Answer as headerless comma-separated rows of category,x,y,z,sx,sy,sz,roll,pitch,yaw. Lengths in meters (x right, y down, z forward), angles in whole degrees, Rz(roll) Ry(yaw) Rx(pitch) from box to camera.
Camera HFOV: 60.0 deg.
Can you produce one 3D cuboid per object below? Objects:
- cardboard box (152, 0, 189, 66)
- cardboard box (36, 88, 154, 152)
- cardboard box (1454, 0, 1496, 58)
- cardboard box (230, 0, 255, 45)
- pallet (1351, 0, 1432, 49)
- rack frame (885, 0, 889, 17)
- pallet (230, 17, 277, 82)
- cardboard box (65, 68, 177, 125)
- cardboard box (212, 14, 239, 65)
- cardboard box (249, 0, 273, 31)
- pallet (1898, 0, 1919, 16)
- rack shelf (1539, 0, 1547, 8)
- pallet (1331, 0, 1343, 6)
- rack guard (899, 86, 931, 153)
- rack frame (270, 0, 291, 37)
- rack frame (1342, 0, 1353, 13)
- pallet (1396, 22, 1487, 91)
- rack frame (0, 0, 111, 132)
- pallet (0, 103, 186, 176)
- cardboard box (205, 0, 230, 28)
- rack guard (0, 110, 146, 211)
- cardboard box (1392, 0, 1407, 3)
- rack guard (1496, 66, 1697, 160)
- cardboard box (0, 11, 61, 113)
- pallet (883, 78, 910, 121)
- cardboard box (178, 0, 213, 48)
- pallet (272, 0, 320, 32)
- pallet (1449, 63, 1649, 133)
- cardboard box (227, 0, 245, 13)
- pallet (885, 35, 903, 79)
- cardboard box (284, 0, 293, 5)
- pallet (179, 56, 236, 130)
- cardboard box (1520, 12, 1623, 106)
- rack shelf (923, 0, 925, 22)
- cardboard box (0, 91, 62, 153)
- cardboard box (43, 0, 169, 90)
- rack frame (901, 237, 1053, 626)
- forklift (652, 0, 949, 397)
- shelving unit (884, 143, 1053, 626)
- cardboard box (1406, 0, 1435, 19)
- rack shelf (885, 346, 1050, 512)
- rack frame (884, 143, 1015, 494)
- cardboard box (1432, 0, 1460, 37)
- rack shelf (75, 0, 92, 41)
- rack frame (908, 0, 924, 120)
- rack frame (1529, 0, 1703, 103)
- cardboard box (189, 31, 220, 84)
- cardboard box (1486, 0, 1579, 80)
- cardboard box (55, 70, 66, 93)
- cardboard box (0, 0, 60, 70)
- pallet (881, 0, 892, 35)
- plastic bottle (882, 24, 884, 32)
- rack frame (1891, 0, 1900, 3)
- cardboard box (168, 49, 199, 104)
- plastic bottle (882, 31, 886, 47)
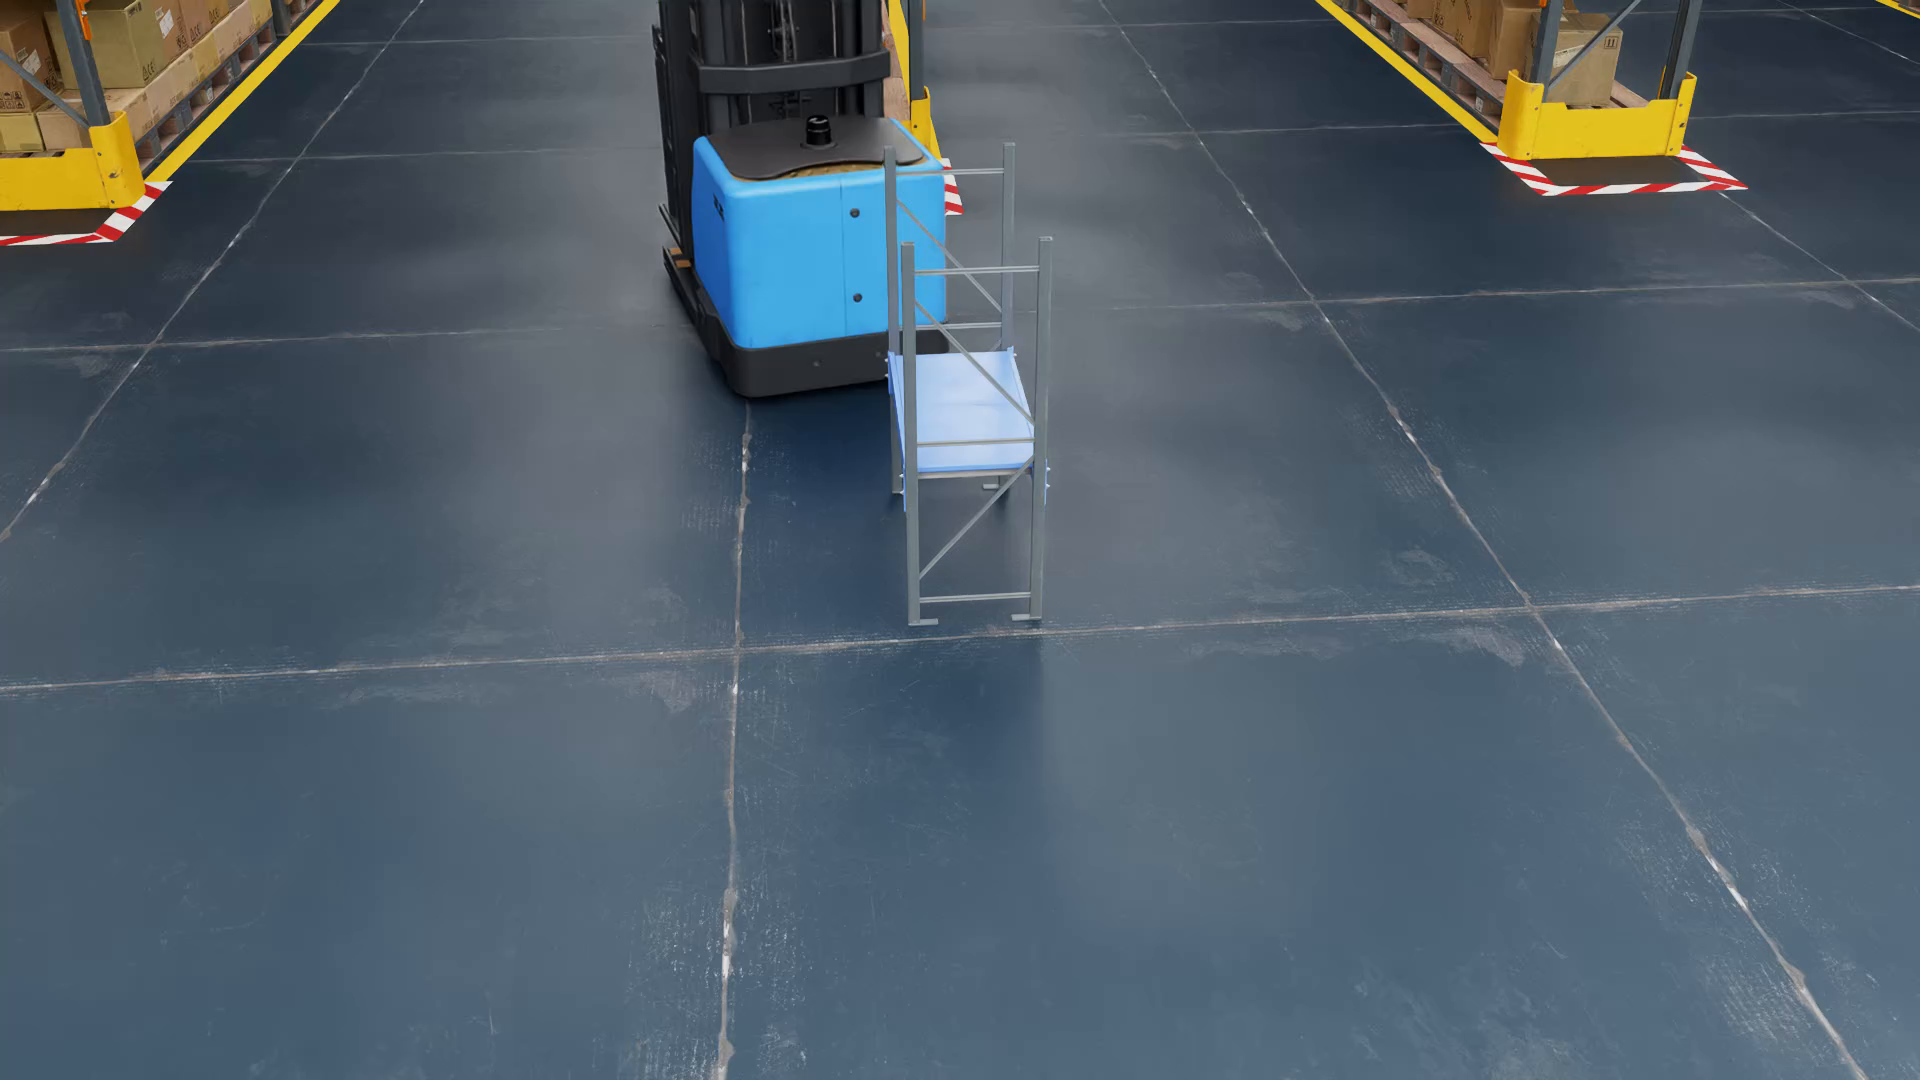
cardboard box,-5.595,-3.503,11.231,0.500,0.500,0.500,-3,31,-5
cardboard box,-5.487,-2.672,10.569,0.500,0.250,0.500,-3,31,-5
cardboard box,4.033,-3.911,12.400,0.500,0.500,0.500,0,31,0
cardboard box,-5.735,-3.947,12.705,0.500,0.250,0.500,-3,31,-5
pallet,3.929,-4.364,13.850,1.003,0.211,1.213,-3,31,-5
rack frame,-1.100,-5.665,13.309,1.000,3.000,0.127,-3,31,-5
pallet,-6.000,-3.824,12.947,1.003,0.211,1.213,-3,31,-5
cardboard box,-5.538,-2.927,10.996,0.500,0.250,0.500,-3,31,-5
cardboard box,-5.673,-3.693,12.279,0.500,0.250,0.500,-3,31,-5
cardboard box,-5.772,-4.203,13.133,0.500,0.250,0.500,-3,31,-5
pallet,8.772,-4.499,14.076,1.003,0.211,1.213,-3,31,-5
rack shelf,4.018,-4.572,12.181,1.077,0.370,4.000,-3,31,-5
pallet,3.757,-5.102,15.087,1.003,0.211,1.213,-3,31,-5
rack guard,-0.781,-2.586,10.592,1.175,0.500,0.348,-3,31,-5
rack frame,-6.032,-5.429,12.915,1.000,3.000,0.127,-3,31,-5
rack frame,3.831,-5.902,13.706,1.000,3.000,0.127,-3,31,-5
pallet,4.046,-3.740,12.805,1.003,0.211,1.213,-3,31,-5
rack frame,-5.659,-3.387,9.496,1.000,3.000,0.127,-3,31,-5
pallet,-5.772,-2.579,10.861,1.003,0.211,1.213,-3,31,-5
cardboard box,-5.686,-4.014,12.086,0.500,0.500,0.500,-3,31,-5
rack guard,-5.656,-2.302,10.116,1.175,0.500,0.348,-3,31,-5
cardboard box,3.828,-4.803,13.894,0.500,0.500,0.500,-4,31,-6
rack guard,4.198,-2.826,10.993,1.175,0.500,0.348,-3,31,-5
cardboard box,-6.005,-2.969,10.335,0.500,0.500,0.500,-3,31,-5
pallet,-0.851,-2.877,11.361,1.003,0.211,1.213,-3,31,-5
cardboard box,-5.625,-3.759,11.659,0.500,0.500,0.500,-3,31,-5
pallet,-6.140,-4.607,14.256,1.003,0.211,1.213,-3,31,-5
pallet,4.157,-3.118,11.764,1.003,0.211,1.213,-3,31,-5
cardboard box,-5.736,-4.269,12.513,0.500,0.500,0.500,-3,31,-5
pallet,-0.962,-3.499,12.401,1.003,0.211,1.213,-3,31,-5
cardboard box,-5.823,-4.647,13.877,0.500,0.250,0.500,-3,31,-6
pallet,-5.883,-3.200,11.901,1.003,0.211,1.213,-3,31,-5
cardboard box,4.163,-3.287,11.356,0.500,0.500,0.500,3,31,5
rack shelf,-0.914,-4.335,11.784,1.077,0.370,4.000,-3,31,-5
cardboard box,-6.003,-2.647,10.528,0.500,0.250,0.500,-3,31,-5
cardboard box,-5.536,-3.249,10.804,0.500,0.500,0.500,-3,31,-5
rack frame,0.055,-0.341,5.858,0.500,1.500,0.032,-3,31,-5
forklift,-0.998,-2.667,8.356,1.130,2.935,3.031,-10,32,-16
shelving unit,0.008,-0.600,6.292,0.538,1.500,1.048,-3,31,-5
cardboard box,3.890,-4.511,13.405,0.500,0.500,0.500,7,32,11
rack shelf,0.008,-0.446,6.385,0.538,0.185,1.000,-3,31,-5
rack frame,-0.040,-0.860,6.727,0.500,1.500,0.032,-3,31,-5
cardboard box,4.026,-4.198,12.881,0.500,0.500,0.500,-5,31,-9
rack shelf,-5.846,-4.100,11.390,1.077,0.370,4.000,-3,31,-5
rack frame,-0.727,-3.623,9.890,1.000,3.000,0.127,-3,31,-5
rack frame,4.205,-3.860,10.287,1.000,3.000,0.127,-3,31,-5
cardboard box,-5.626,-3.437,11.852,0.500,0.250,0.500,-3,31,-5
cardboard box,4.073,-3.590,11.864,0.500,0.500,0.500,5,31,8
cardboard box,-6.062,-2.901,10.954,0.500,0.250,0.500,-3,31,-5
cardboard box,-6.113,-3.478,11.189,0.500,0.500,0.500,-3,31,-5
pallet,-1.079,-4.123,13.447,1.003,0.211,1.213,-3,31,-5
plastic bottle,-0.589,-3.702,12.243,0.061,0.283,0.133,-2,31,-4
rack frame,8.779,-6.088,14.018,1.000,3.000,0.127,-3,31,-5
cardboard box,-5.584,-3.182,11.424,0.500,0.250,0.500,-3,31,-5
plastic bottle,-0.586,-3.581,12.051,0.097,0.271,0.097,0,31,0
